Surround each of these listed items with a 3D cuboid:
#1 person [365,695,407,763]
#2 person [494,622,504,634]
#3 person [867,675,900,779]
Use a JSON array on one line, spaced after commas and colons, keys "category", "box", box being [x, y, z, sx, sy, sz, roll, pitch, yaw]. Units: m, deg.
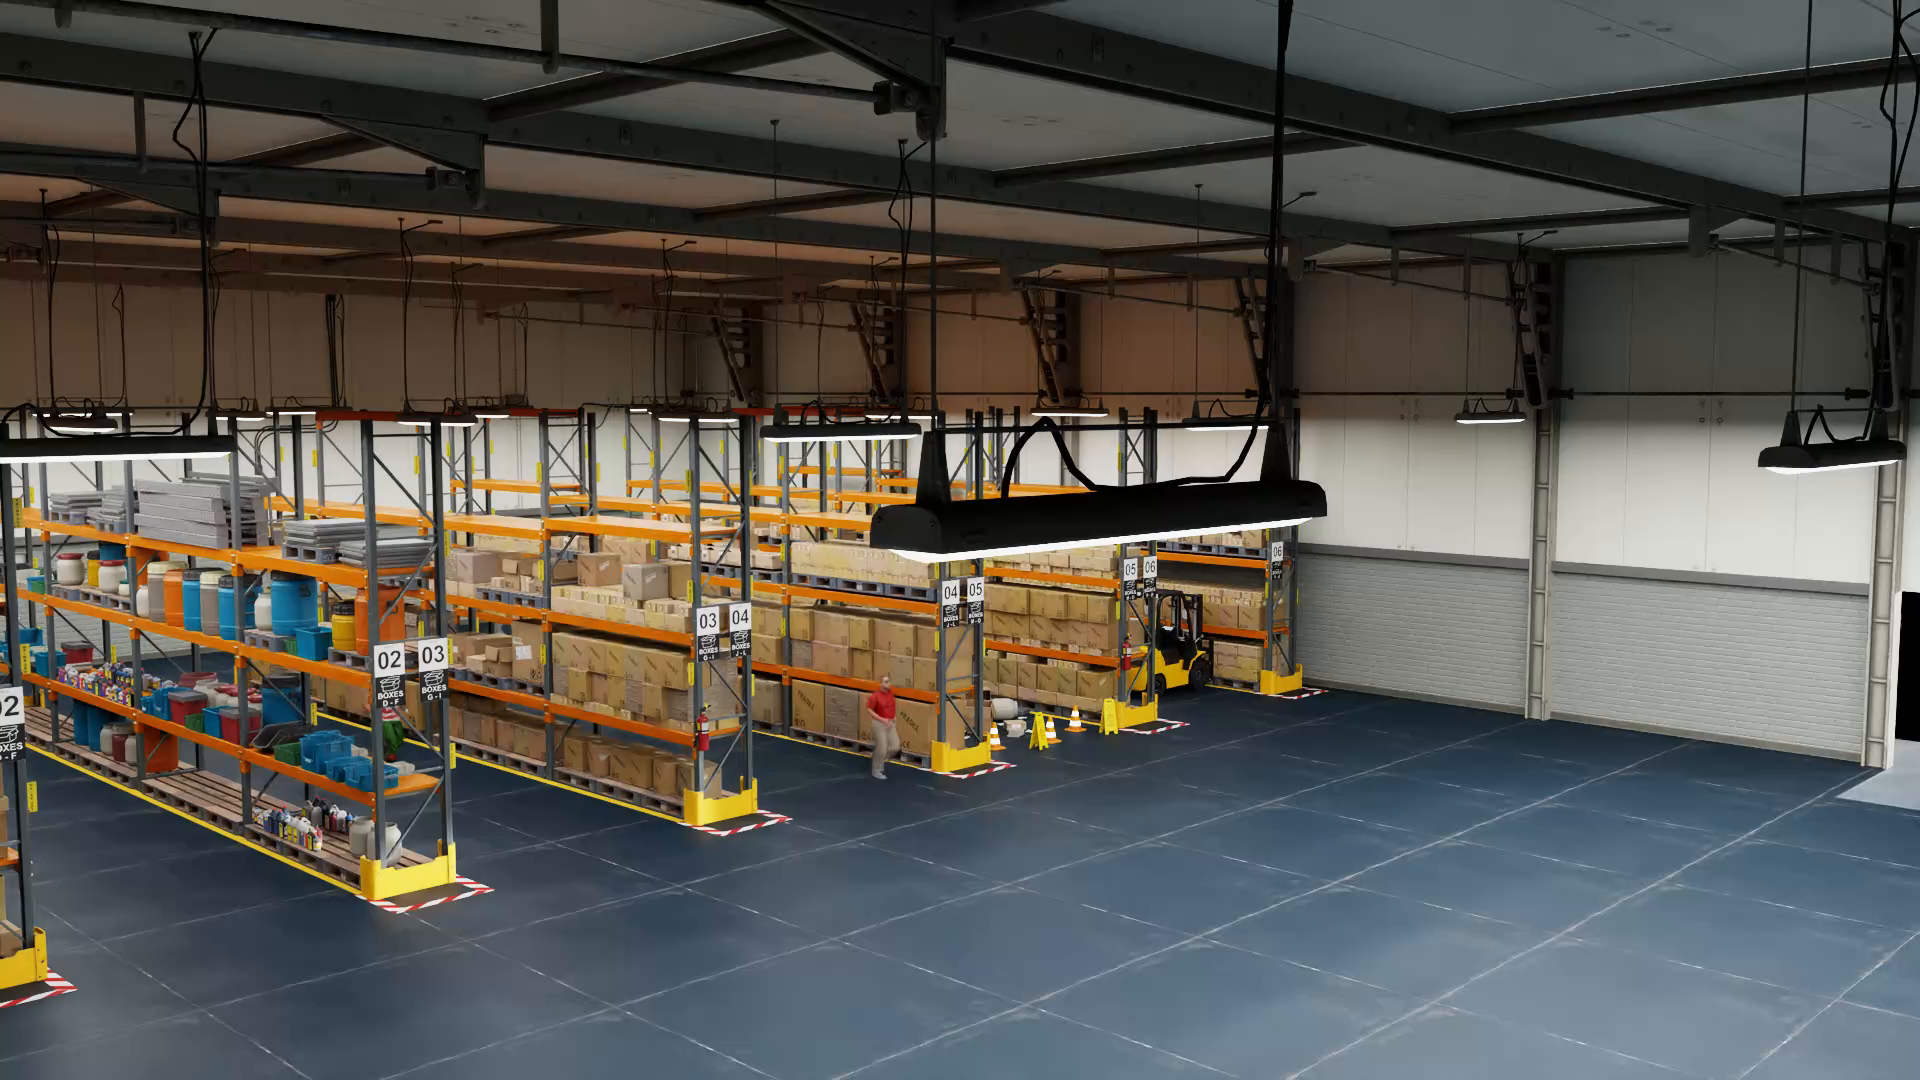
[{"category": "person", "box": [-9.539, 3.008, 27.701, 0.780, 1.748, 0.663, 4, 6, 36]}, {"category": "person", "box": [-11.307, 1.902, 40.682, 0.789, 1.717, 0.623, 1, 5, 15]}, {"category": "person", "box": [-1.237, 3.069, 27.398, 0.589, 1.694, 0.700, 4, 7, 40]}]
